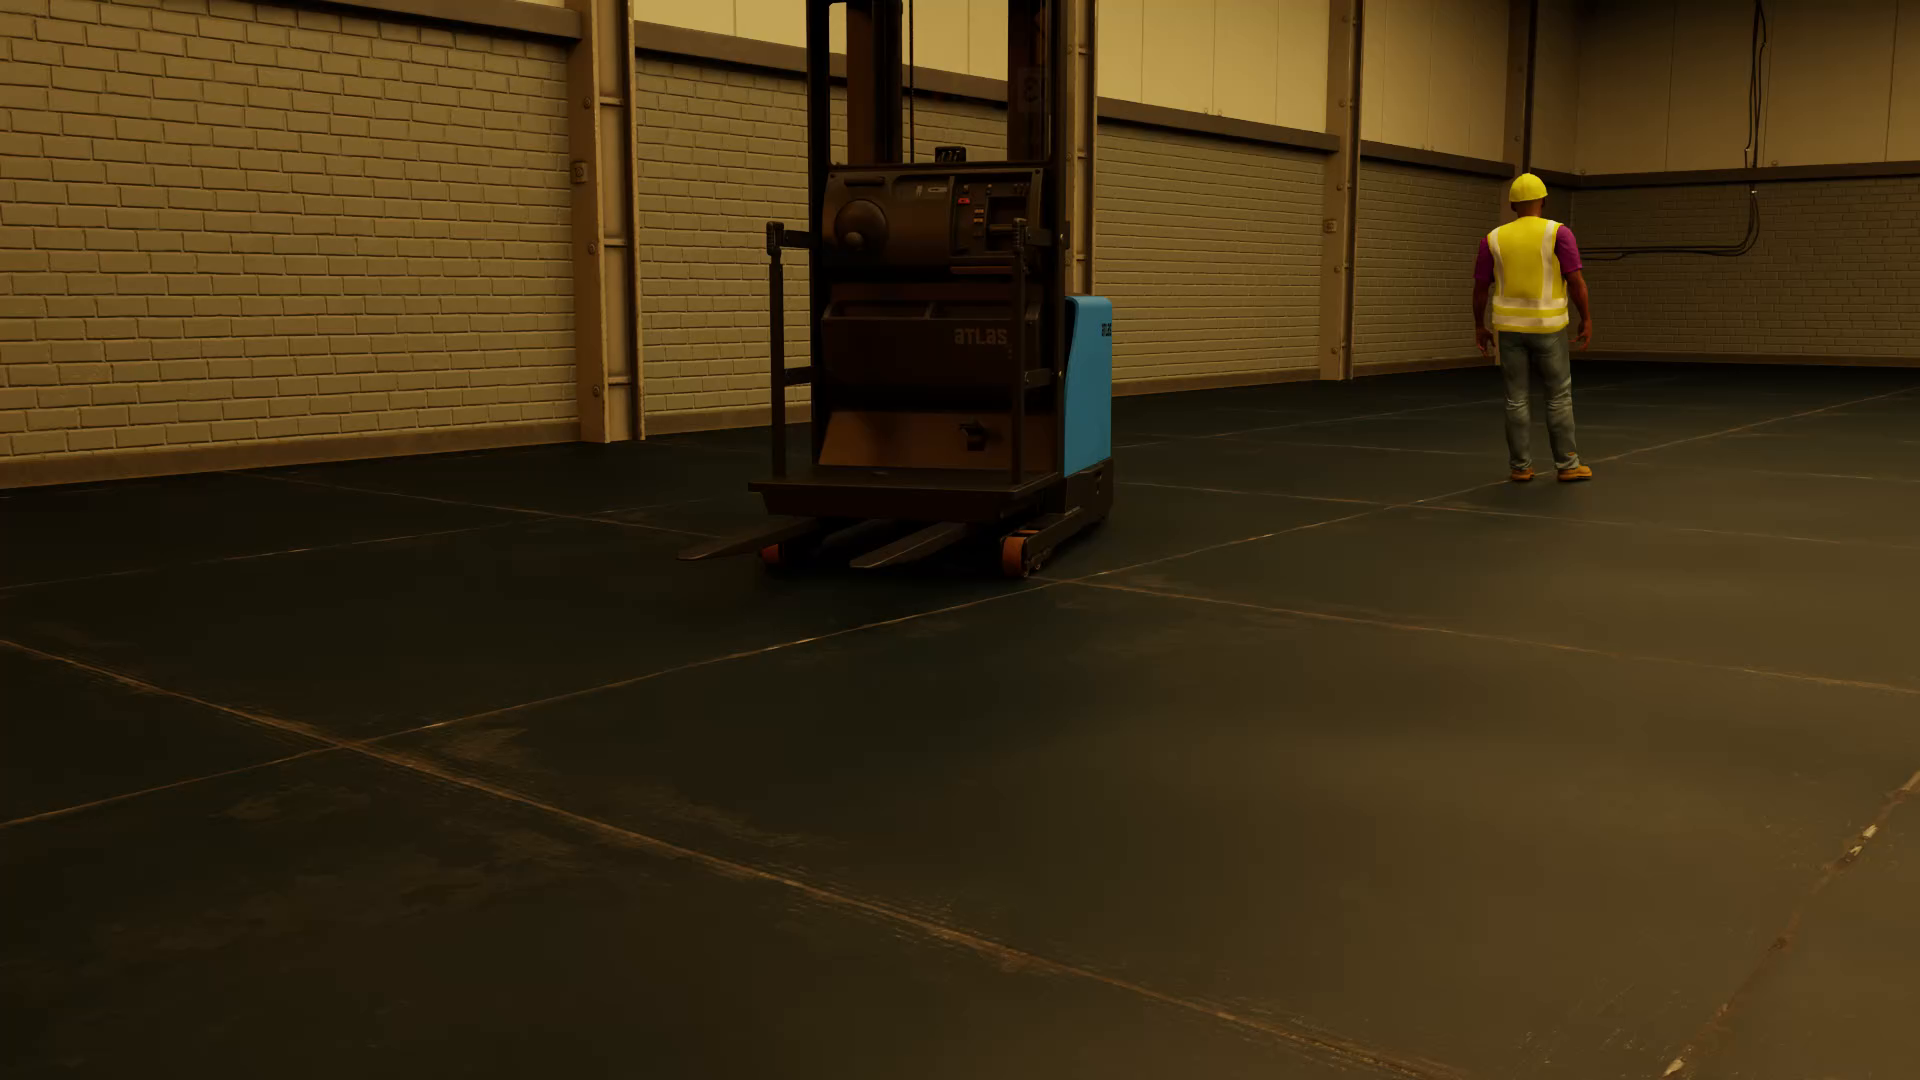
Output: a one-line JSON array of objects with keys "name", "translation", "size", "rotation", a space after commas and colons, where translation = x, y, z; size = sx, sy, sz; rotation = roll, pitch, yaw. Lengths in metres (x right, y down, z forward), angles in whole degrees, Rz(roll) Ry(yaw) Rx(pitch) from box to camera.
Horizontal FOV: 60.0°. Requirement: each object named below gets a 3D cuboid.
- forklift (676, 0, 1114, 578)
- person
[{"name": "forklift", "translation": [-0.176, -1.366, 6.616], "size": [1.130, 2.935, 3.031], "rotation": [3, 9, 17]}, {"name": "person", "translation": [3.360, -1.239, 9.725], "size": [0.665, 1.768, 0.575], "rotation": [6, 10, 34]}]
